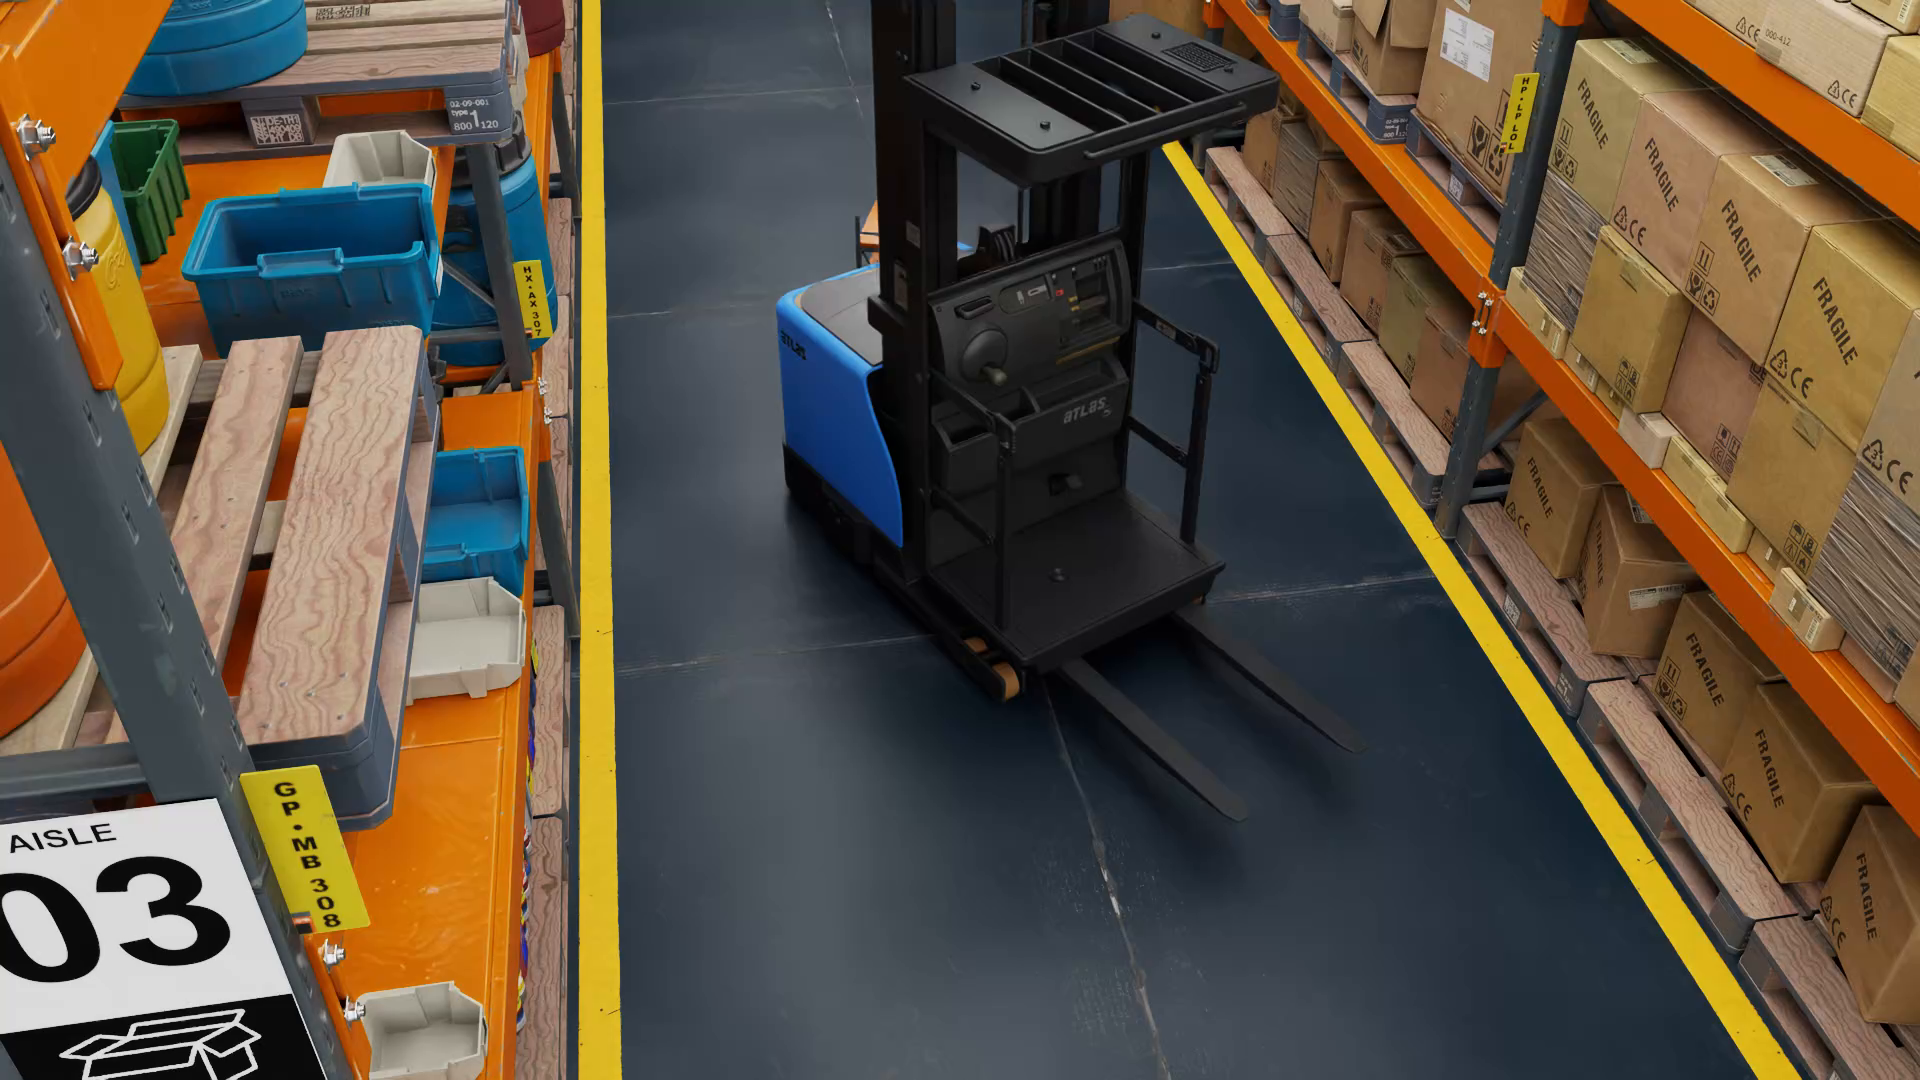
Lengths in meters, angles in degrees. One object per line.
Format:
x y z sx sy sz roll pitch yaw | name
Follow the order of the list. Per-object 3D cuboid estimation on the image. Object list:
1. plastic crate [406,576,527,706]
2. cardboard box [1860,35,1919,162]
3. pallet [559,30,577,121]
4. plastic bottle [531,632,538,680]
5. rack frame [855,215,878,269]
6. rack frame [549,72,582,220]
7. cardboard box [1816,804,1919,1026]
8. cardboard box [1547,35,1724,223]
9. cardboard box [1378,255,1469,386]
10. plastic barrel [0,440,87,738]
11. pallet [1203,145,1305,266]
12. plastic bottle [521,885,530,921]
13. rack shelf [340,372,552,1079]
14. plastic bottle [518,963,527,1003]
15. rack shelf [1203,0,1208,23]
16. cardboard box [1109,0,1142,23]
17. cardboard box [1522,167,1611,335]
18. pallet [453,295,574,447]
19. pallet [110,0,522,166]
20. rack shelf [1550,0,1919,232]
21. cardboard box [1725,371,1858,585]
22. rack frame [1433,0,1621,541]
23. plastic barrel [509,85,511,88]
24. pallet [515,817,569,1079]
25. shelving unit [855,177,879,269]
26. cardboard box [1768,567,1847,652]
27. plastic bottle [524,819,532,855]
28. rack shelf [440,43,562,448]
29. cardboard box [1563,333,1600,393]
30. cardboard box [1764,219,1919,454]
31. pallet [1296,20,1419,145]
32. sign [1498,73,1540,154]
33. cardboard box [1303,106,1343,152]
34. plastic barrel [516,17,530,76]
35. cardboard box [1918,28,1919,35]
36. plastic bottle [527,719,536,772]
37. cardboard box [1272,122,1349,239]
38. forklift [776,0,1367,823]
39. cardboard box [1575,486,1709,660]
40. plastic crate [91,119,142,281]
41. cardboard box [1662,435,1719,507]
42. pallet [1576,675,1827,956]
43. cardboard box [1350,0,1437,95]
-1.610 0.319 5.109 0.530 0.136 0.437 -6 38 -8 | plastic crate
2.834 -1.159 4.475 0.500 0.250 0.500 -7 38 -9 | cardboard box
-3.235 -3.260 11.775 1.003 0.211 1.213 -6 38 -8 | pallet
-1.735 0.415 6.626 0.061 0.283 0.133 -4 38 -6 | plastic bottle
-0.370 -1.021 8.086 0.240 1.200 0.015 6 38 7 | rack frame
-2.845 -3.155 9.366 1.000 3.000 0.127 -6 38 -8 | rack frame
3.202 1.230 5.417 0.500 0.500 0.500 3 38 4 | cardboard box
2.561 -1.524 6.128 0.500 0.500 0.500 -6 38 -8 | cardboard box
2.581 -1.121 8.427 0.700 0.500 0.500 -6 38 -8 | cardboard box
-1.653 -0.122 2.325 0.600 0.830 0.708 -6 38 -8 | plastic barrel
2.166 -2.114 10.299 1.003 0.211 1.213 -6 38 -8 | pallet
-1.532 1.185 5.645 0.097 0.271 0.097 0 38 0 | plastic bottle
-1.794 0.754 4.921 1.077 0.370 4.000 -6 38 -8 | rack shelf
-1.472 1.418 5.403 0.097 0.201 0.097 0 38 0 | plastic bottle
1.680 -4.611 11.827 1.077 0.370 4.000 -6 38 -8 | rack shelf
1.782 -3.972 11.808 1.225 0.875 0.875 -6 38 -8 | cardboard box
2.750 -1.150 6.461 0.875 0.500 0.500 -6 38 -8 | cardboard box
-2.537 -0.846 8.667 1.003 0.211 1.213 -6 38 -8 | pallet
-1.922 -1.423 4.846 1.213 0.211 1.003 -6 38 -8 | pallet
3.083 -0.964 4.687 1.077 0.370 4.000 -6 38 -8 | rack shelf
3.037 -0.246 5.298 0.875 0.500 0.500 -6 38 -8 | cardboard box
2.732 -1.271 6.941 1.000 3.000 0.127 -6 38 -8 | rack frame
-2.225 -1.837 7.559 0.433 0.535 0.433 0 38 0 | plastic barrel
-1.850 1.511 5.633 1.003 0.211 1.213 -6 38 -8 | pallet
-0.331 -1.168 8.276 0.258 1.200 0.503 6 38 7 | shelving unit
2.814 0.199 5.253 0.380 0.149 0.250 -6 38 -8 | cardboard box
-1.585 1.029 5.903 0.097 0.201 0.097 0 38 0 | plastic bottle
-2.495 -1.662 8.031 1.077 0.370 4.000 -6 38 -8 | rack shelf
2.576 -0.709 6.423 0.380 0.149 0.250 -6 38 -8 | cardboard box
2.836 -0.619 4.963 0.500 0.500 0.500 -6 38 -8 | cardboard box
2.418 -2.420 8.577 1.003 0.211 1.213 -6 38 -8 | pallet
2.186 -1.667 6.507 0.100 0.325 0.005 -6 38 -8 | sign
2.281 -2.449 9.525 0.500 0.250 0.500 -2 38 -3 | cardboard box
-2.455 -2.600 8.561 0.421 0.512 0.421 0 38 0 | plastic barrel
2.830 -1.389 4.445 0.380 0.149 0.250 -5 38 -7 | cardboard box
-1.644 0.728 6.223 0.061 0.283 0.133 -4 38 -5 | plastic bottle
2.278 -2.138 9.736 0.700 0.500 0.500 -9 39 -12 | cardboard box
0.419 -0.829 6.428 1.130 2.935 3.031 -23 44 -27 | forklift
2.871 0.141 6.819 0.500 0.500 0.500 5 38 7 | cardboard box
-2.074 -0.620 3.671 0.392 0.384 0.575 -6 38 -8 | plastic crate
2.717 -0.258 5.841 0.380 0.149 0.250 -6 38 -8 | cardboard box
3.102 0.970 6.329 1.003 0.211 1.213 -6 38 -8 | pallet
2.337 -2.515 8.116 0.797 0.503 0.637 -3 38 -3 | cardboard box
